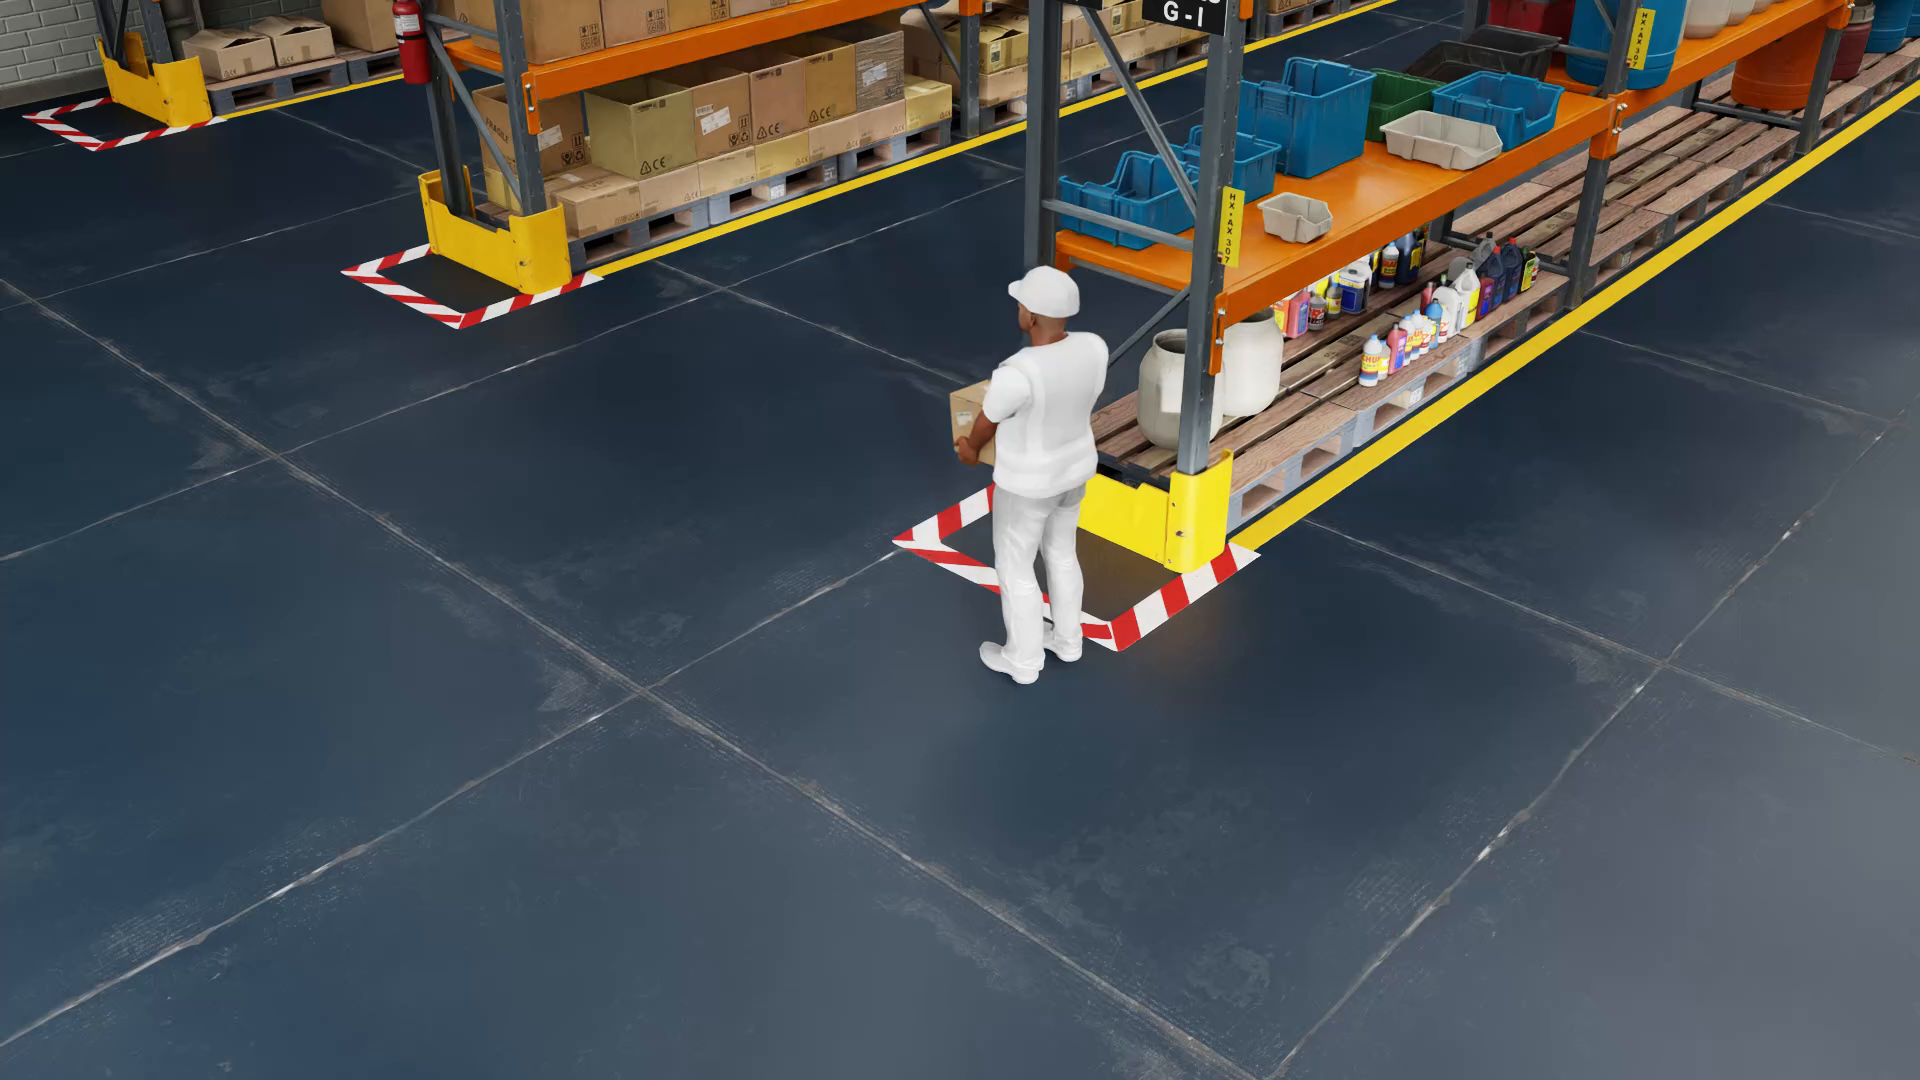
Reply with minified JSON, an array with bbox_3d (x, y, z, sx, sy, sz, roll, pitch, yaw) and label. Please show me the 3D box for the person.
[{"bbox_3d":[0.246,-0.283,6.581,0.505,1.763,0.559,-24,39,-34],"label":"person"}]
